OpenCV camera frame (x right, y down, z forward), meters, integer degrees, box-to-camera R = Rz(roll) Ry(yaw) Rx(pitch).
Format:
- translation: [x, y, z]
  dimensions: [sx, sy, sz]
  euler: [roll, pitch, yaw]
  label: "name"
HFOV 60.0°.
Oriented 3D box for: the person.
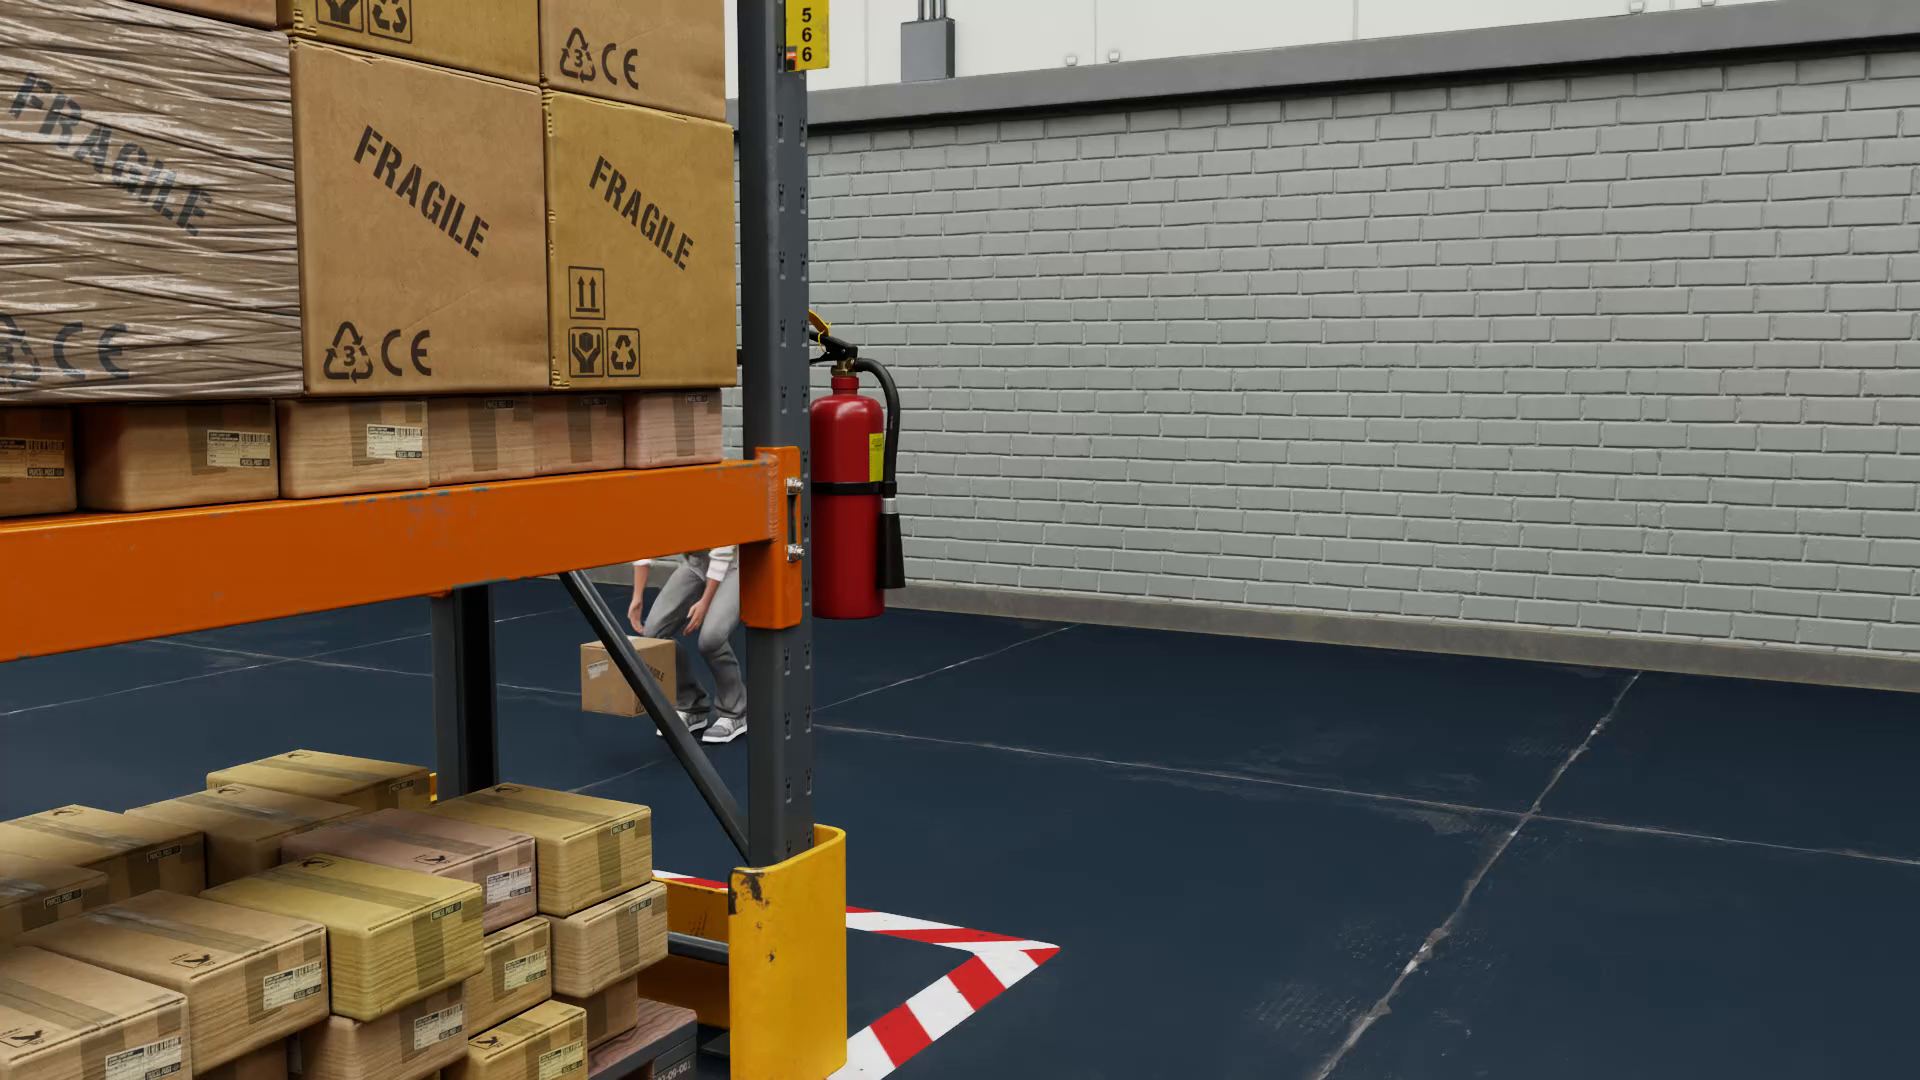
- translation: [-1.020, 0.181, 6.573]
  dimensions: [0.463, 1.241, 0.671]
  euler: [3, 7, 29]
  label: "person"
